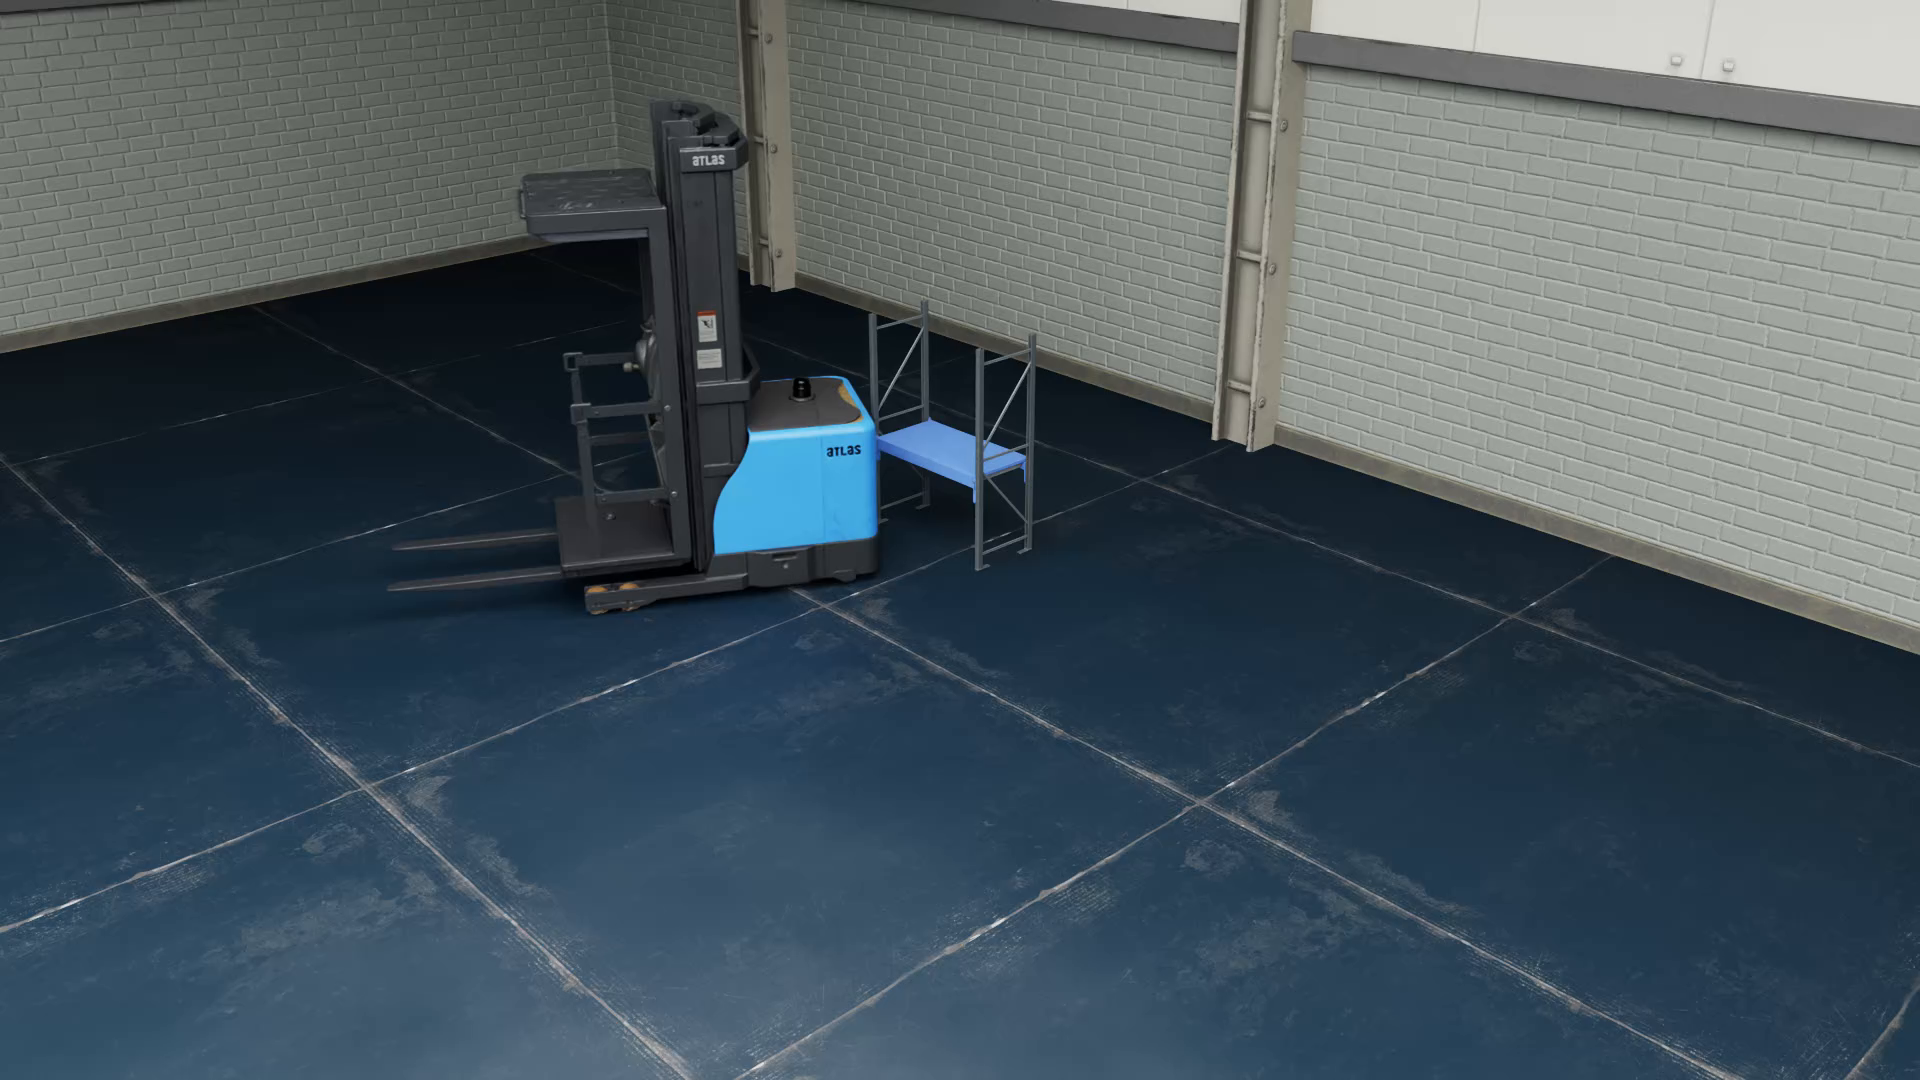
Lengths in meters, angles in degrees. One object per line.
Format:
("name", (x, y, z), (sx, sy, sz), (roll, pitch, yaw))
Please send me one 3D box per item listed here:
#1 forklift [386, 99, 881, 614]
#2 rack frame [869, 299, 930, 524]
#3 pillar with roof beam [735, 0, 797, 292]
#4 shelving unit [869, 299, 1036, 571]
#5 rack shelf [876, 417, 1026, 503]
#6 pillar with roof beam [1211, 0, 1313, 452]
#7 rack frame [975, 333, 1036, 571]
("forklift", (-2.084, -1.119, 10.172), (3.031, 2.935, 1.130), (-6, 25, -13))
("rack frame", (-0.406, -0.862, 11.333), (0.500, 1.500, 0.032), (-21, 32, -38))
("pillar with roof beam", (-5.037, -5.465, 12.387), (9.100, 9.000, 0.400), (-21, 32, -38))
("shelving unit", (-0.058, -0.708, 10.995), (0.538, 1.500, 1.048), (-21, 32, -38))
("rack shelf", (-0.058, -0.545, 11.070), (0.538, 0.185, 1.000), (-21, 32, -38))
("pillar with roof beam", (-0.936, -3.647, 8.402), (9.100, 9.000, 0.400), (-21, 32, -38))
("rack frame", (0.289, -0.554, 10.658), (0.500, 1.500, 0.032), (-21, 32, -38))
